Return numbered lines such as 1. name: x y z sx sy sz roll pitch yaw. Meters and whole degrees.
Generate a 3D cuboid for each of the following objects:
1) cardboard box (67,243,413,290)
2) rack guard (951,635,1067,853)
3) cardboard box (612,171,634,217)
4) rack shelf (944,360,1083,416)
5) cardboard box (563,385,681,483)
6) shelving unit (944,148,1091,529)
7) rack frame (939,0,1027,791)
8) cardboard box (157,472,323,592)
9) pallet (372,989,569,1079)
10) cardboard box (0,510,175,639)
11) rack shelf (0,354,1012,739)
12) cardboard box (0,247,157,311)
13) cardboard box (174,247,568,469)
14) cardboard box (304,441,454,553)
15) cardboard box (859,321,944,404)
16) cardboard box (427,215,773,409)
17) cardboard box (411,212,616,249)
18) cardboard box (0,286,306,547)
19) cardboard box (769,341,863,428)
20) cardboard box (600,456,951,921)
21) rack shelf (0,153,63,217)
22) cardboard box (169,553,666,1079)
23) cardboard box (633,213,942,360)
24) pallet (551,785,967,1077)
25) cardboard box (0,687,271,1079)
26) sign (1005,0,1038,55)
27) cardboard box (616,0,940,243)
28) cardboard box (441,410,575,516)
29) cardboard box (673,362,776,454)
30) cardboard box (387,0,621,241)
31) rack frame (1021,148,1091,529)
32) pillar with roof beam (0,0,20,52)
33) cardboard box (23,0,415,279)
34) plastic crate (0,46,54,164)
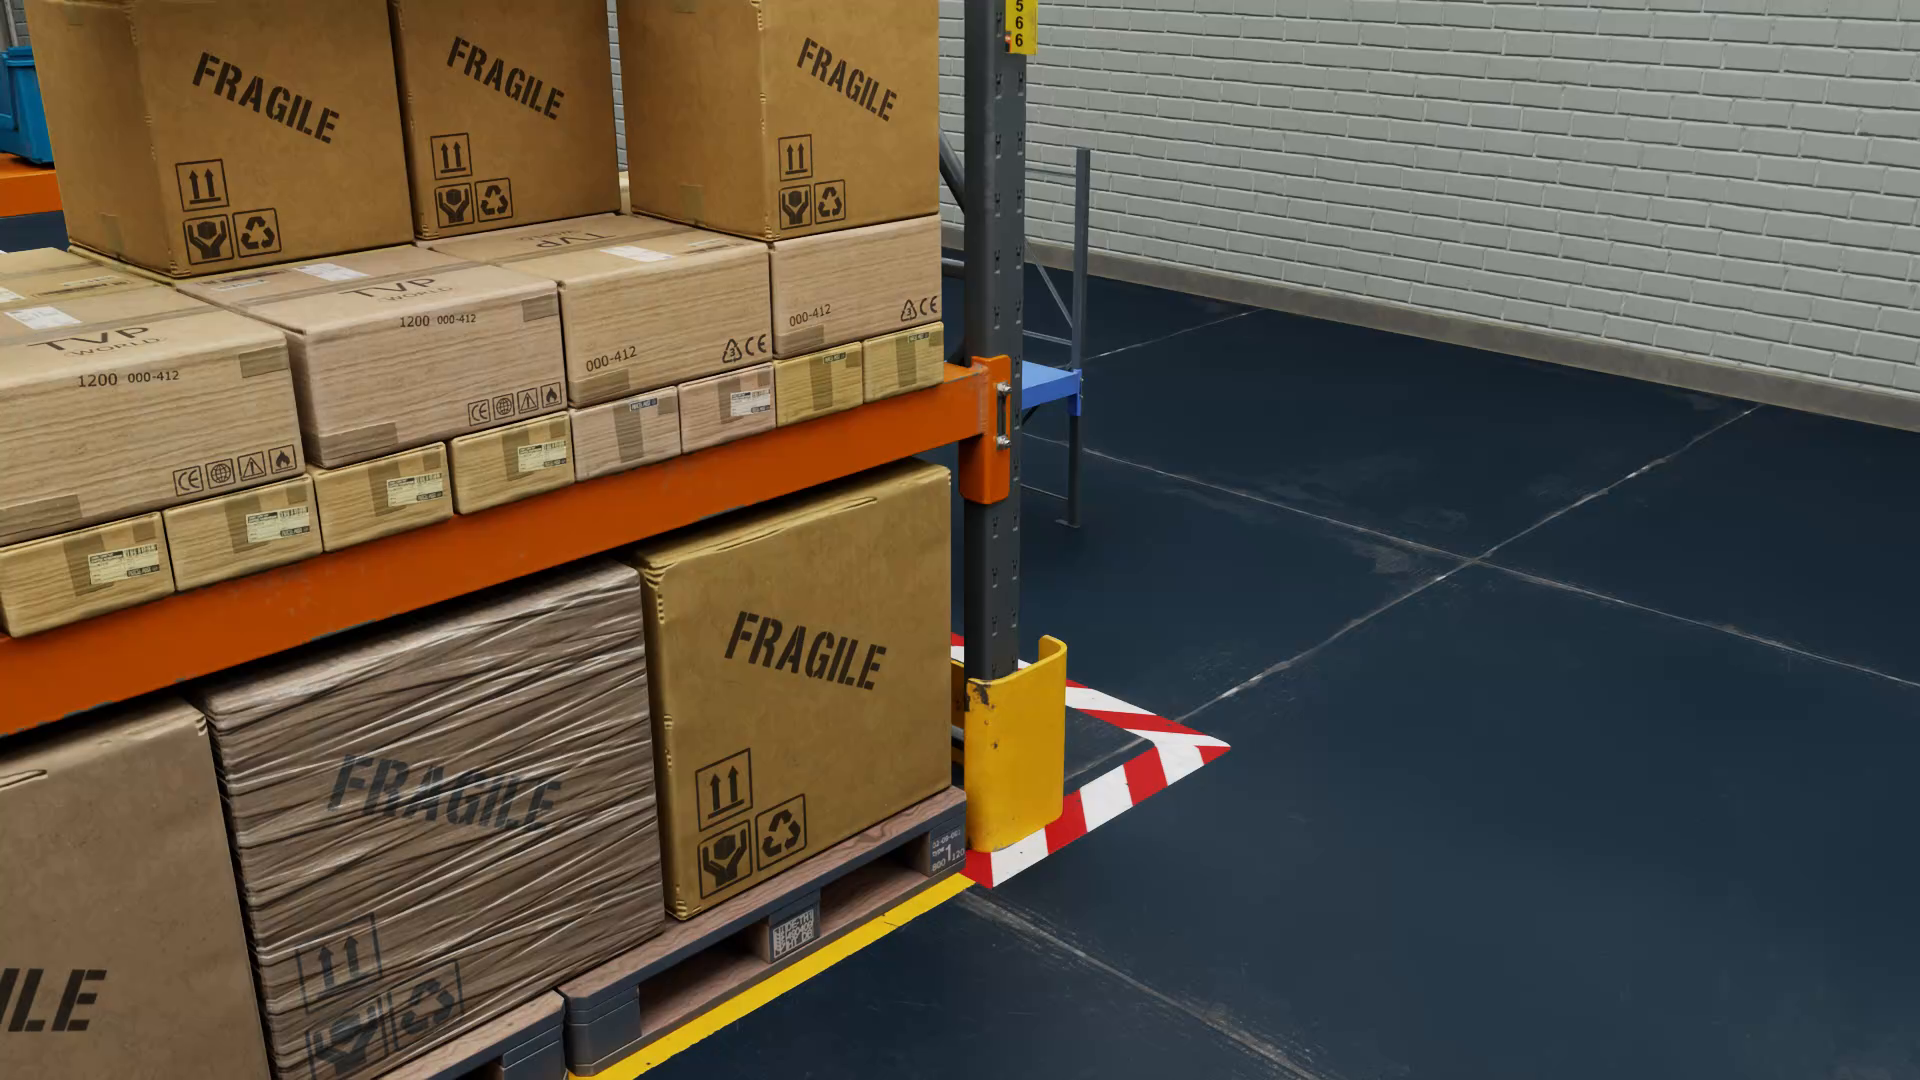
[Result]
1. cardboard box: -1.483 -0.494 3.472 0.500 0.250 0.500 18 27 39
2. rack guard: -0.227 0.417 4.794 1.175 0.500 0.348 19 28 41
3. cardboard box: -0.772 -0.757 4.158 0.500 0.250 0.500 18 28 39
4. rack shelf: -0.059 -0.510 6.313 0.538 0.185 1.000 19 28 41
5. cardboard box: -0.787 -0.257 3.413 0.250 0.149 0.380 -20 28 -41
6. shelving unit: -0.059 -0.678 6.248 0.538 1.500 1.048 19 28 41
7. rack frame: -0.243 -0.744 4.330 1.000 3.000 0.127 19 28 41
8. cardboard box: -1.322 -0.060 2.900 0.250 0.149 0.380 -19 28 -41
9. pallet: -1.596 1.095 3.432 1.003 0.211 1.213 19 28 41
10. cardboard box: -1.503 0.007 2.724 0.380 0.149 0.250 18 28 39
11. rack shelf: -1.638 0.106 3.121 1.077 0.370 4.000 19 28 41
12. cardboard box: -1.843 -0.358 3.120 0.500 0.250 0.500 19 28 40
13. cardboard box: -1.100 -0.361 3.127 0.500 0.250 0.500 18 27 39
14. cardboard box: -1.148 -0.123 3.064 0.380 0.149 0.250 19 28 41
15. cardboard box: -0.256 -0.453 3.922 0.250 0.149 0.380 -20 28 -41
16. cardboard box: -0.746 -0.492 3.467 0.500 0.250 0.500 19 28 40
17. cardboard box: -1.129 -0.622 3.806 0.500 0.250 0.500 19 28 40
18. cardboard box: -1.461 -0.226 2.776 0.500 0.250 0.500 19 28 41
19. cardboard box: -0.436 -0.386 3.747 0.380 0.149 0.250 20 28 41
20. cardboard box: -0.632 0.236 4.155 0.875 0.875 0.875 19 28 41
21. rack shelf: -5.187 -1.134 6.346 1.077 0.370 4.000 19 28 41
22. cardboard box: -1.267 0.470 3.547 0.875 0.875 0.875 19 28 41
23. cardboard box: -0.391 -0.622 3.806 0.500 0.250 0.500 19 28 40
24. pallet: -0.745 0.783 4.244 1.003 0.211 1.213 19 28 41
25. cardboard box: -1.888 0.699 2.952 0.875 0.875 0.875 19 28 41
26. sign: 0.136 -1.256 3.717 0.100 0.325 0.005 19 28 41
27. cardboard box: -0.395 -0.972 3.672 0.500 0.500 0.500 20 29 41
28. cardboard box: -0.967 -0.190 3.238 0.380 0.149 0.250 18 28 39
29. cardboard box: -0.613 -0.321 3.579 0.380 0.149 0.250 19 28 41
30. cardboard box: -1.120 -0.979 3.689 0.500 0.500 0.500 18 28 39
31. rack frame: 0.295 -0.809 6.588 0.500 1.500 0.032 19 28 41
32. pillar with roof beam: -6.542 -7.097 12.495 9.100 9.000 0.400 19 28 41
33. cardboard box: -1.477 -0.844 3.339 0.500 0.500 0.500 18 28 39
34. plastic crate: -3.892 -1.895 7.192 0.616 0.435 0.499 19 28 41
